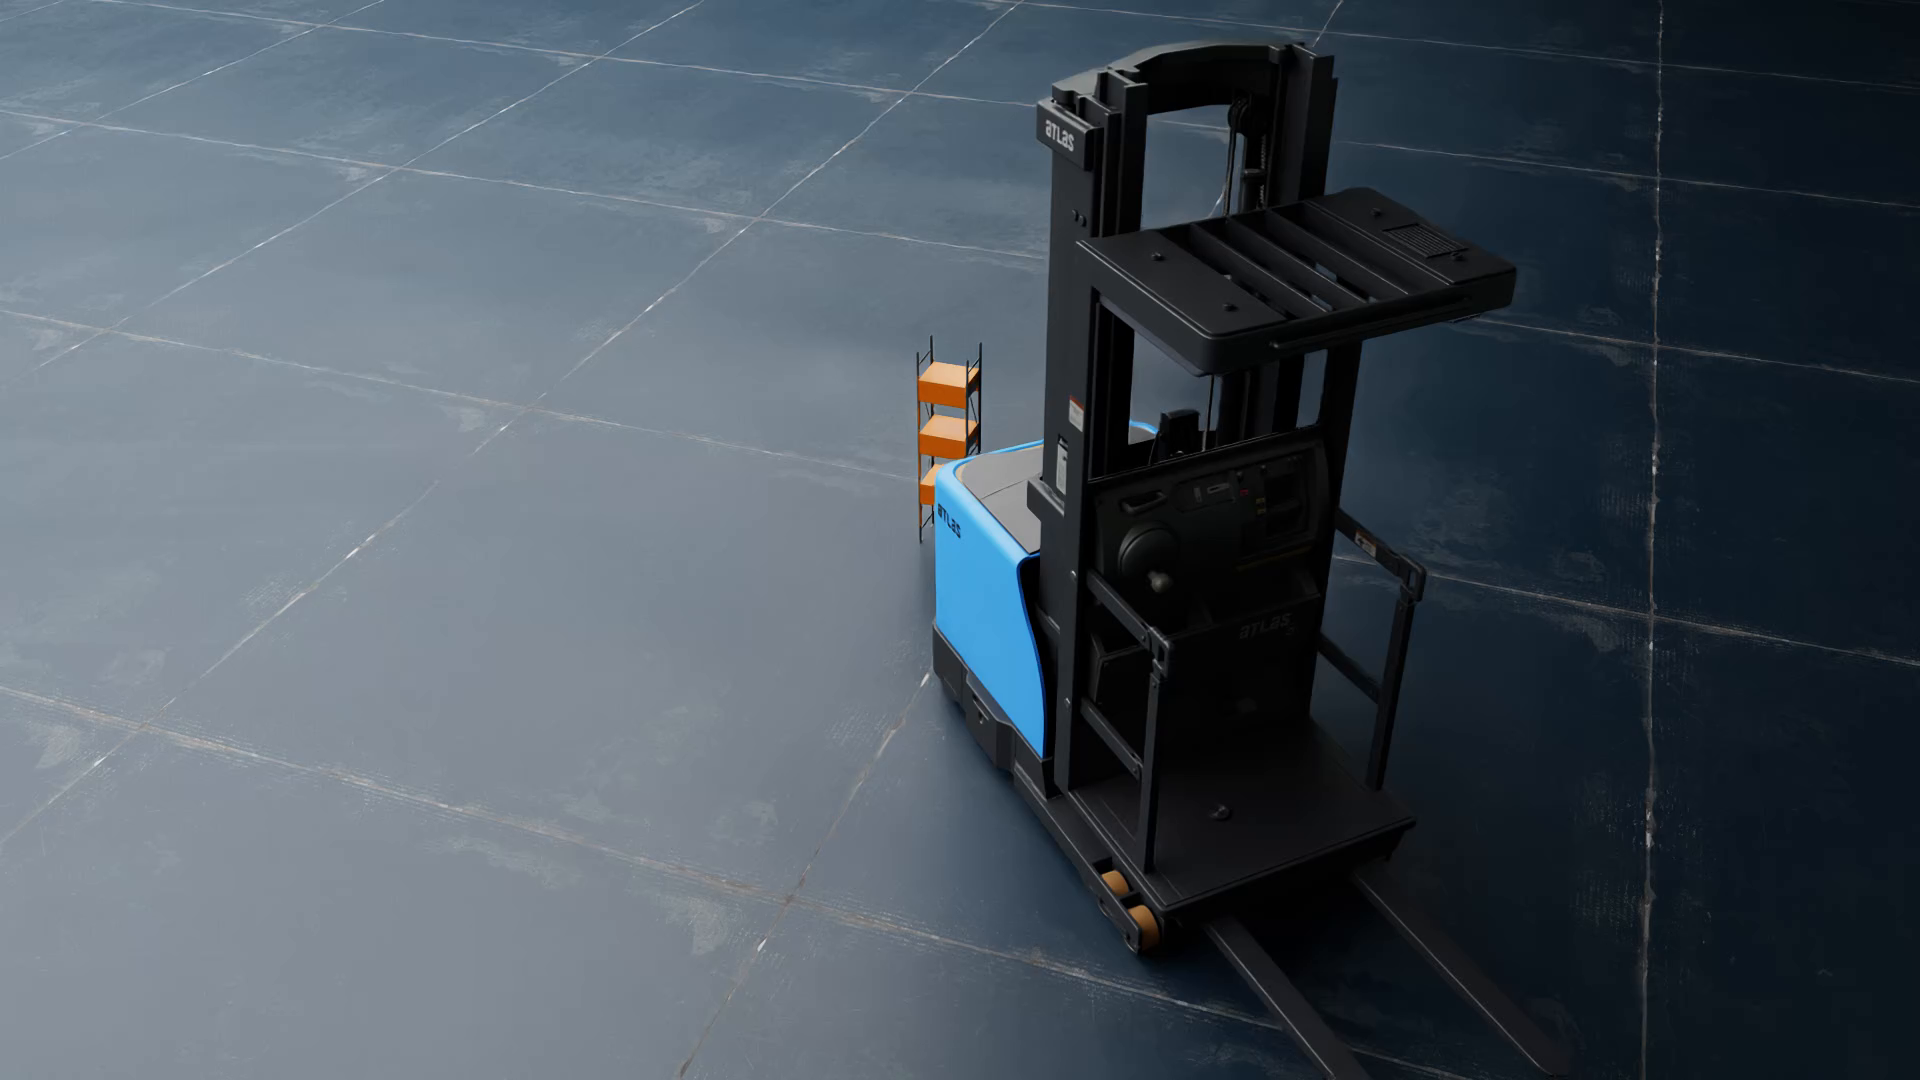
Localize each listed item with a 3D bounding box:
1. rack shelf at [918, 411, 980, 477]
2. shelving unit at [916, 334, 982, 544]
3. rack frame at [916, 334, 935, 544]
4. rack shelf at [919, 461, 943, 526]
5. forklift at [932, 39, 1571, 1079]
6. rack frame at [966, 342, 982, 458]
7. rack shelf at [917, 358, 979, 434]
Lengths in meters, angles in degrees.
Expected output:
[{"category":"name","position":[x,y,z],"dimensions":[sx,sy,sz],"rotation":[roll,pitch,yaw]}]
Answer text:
[{"category":"rack shelf","position":[-0.050,-0.442,7.986],"dimensions":[0.240,0.259,0.215],"rotation":[11,34,16]},{"category":"shelving unit","position":[-0.050,-0.451,7.980],"dimensions":[0.252,1.050,0.215],"rotation":[11,34,16]},{"category":"rack frame","position":[-0.165,-0.473,8.015],"dimensions":[0.008,1.050,0.200],"rotation":[11,34,16]},{"category":"rack shelf","position":[-0.050,-0.208,8.137],"dimensions":[0.240,0.259,0.215],"rotation":[11,34,16]},{"category":"forklift","position":[0.973,-0.028,5.591],"dimensions":[1.130,2.935,3.031],"rotation":[-15,36,-21]},{"category":"rack frame","position":[0.064,-0.429,7.946],"dimensions":[0.008,1.050,0.200],"rotation":[11,34,16]},{"category":"rack shelf","position":[-0.050,-0.680,7.832],"dimensions":[0.240,0.259,0.215],"rotation":[11,34,16]}]
